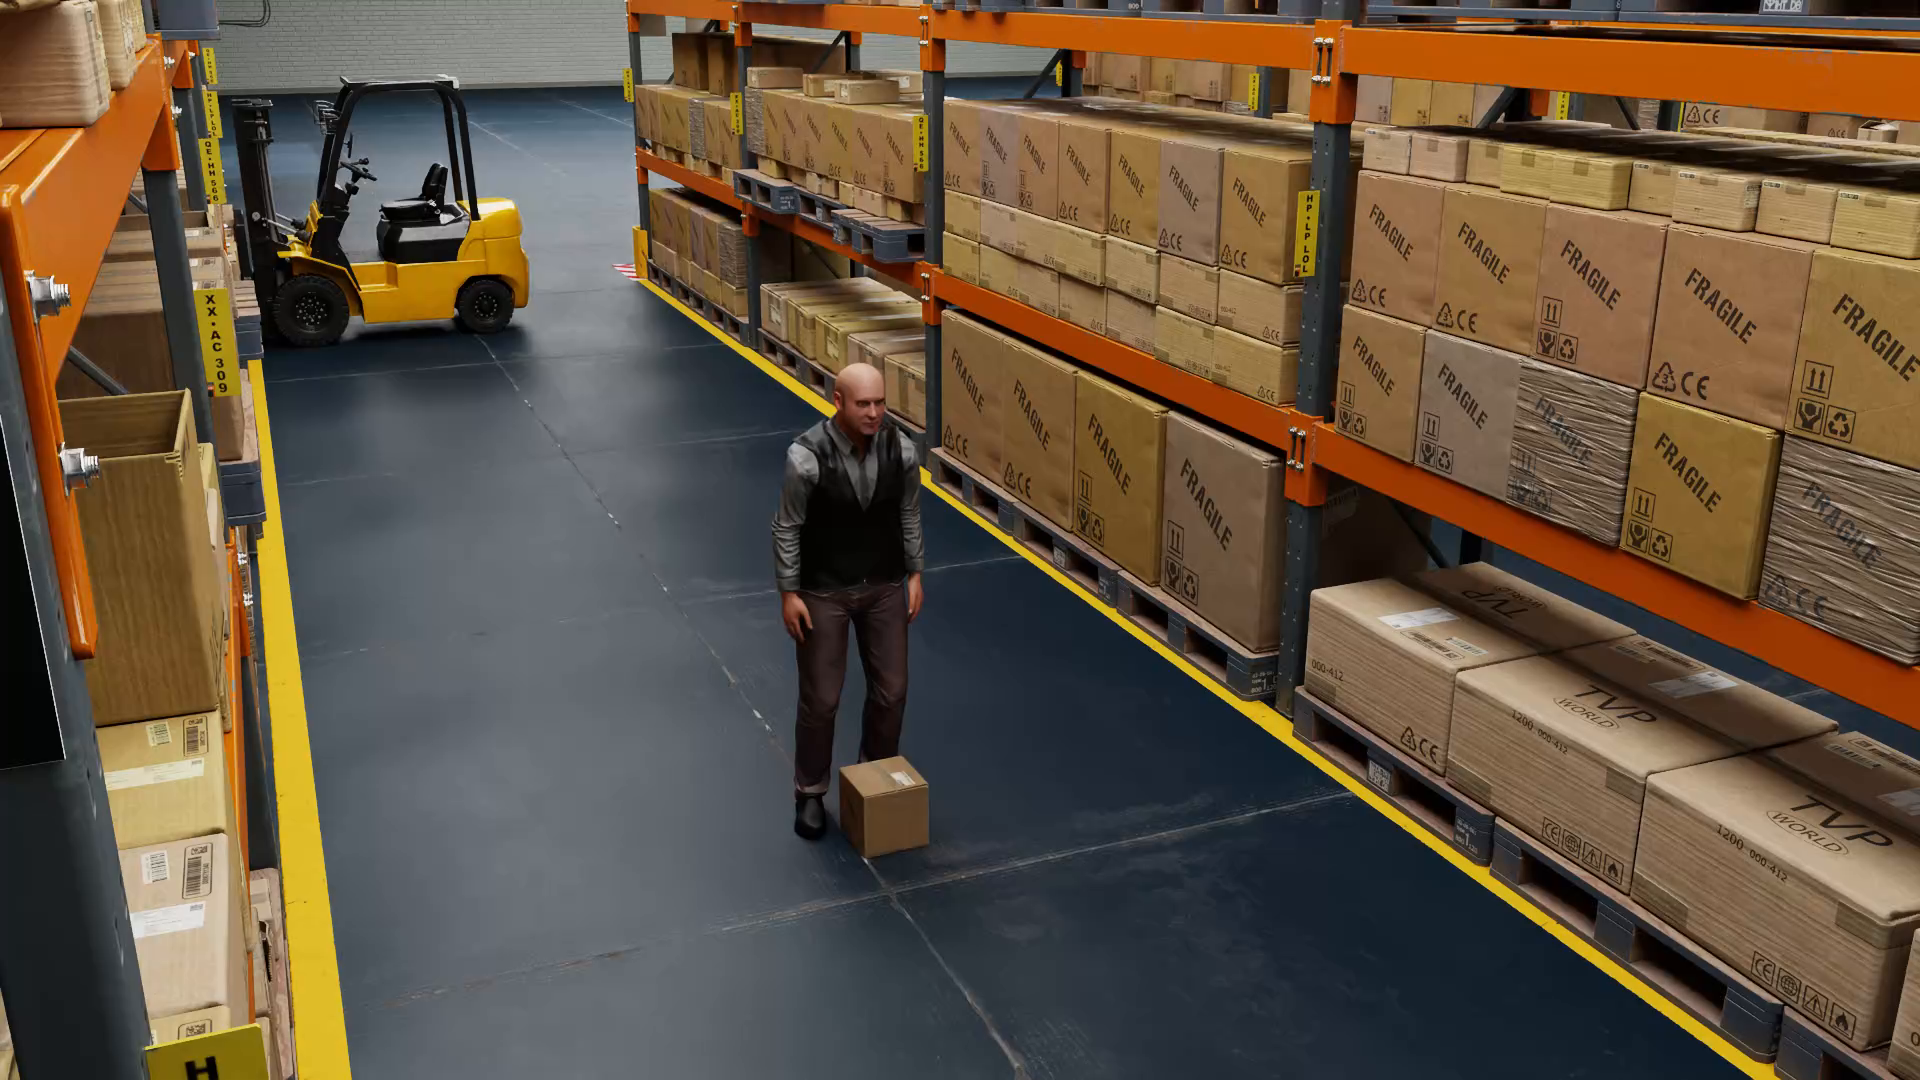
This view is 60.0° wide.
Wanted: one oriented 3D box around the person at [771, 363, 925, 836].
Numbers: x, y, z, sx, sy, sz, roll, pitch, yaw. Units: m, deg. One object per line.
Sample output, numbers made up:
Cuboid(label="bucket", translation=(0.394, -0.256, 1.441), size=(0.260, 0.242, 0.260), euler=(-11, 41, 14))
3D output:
Cuboid(label="person", translation=(-0.385, 0.196, 6.024), size=(0.578, 1.719, 0.376), euler=(-9, 21, -24))
